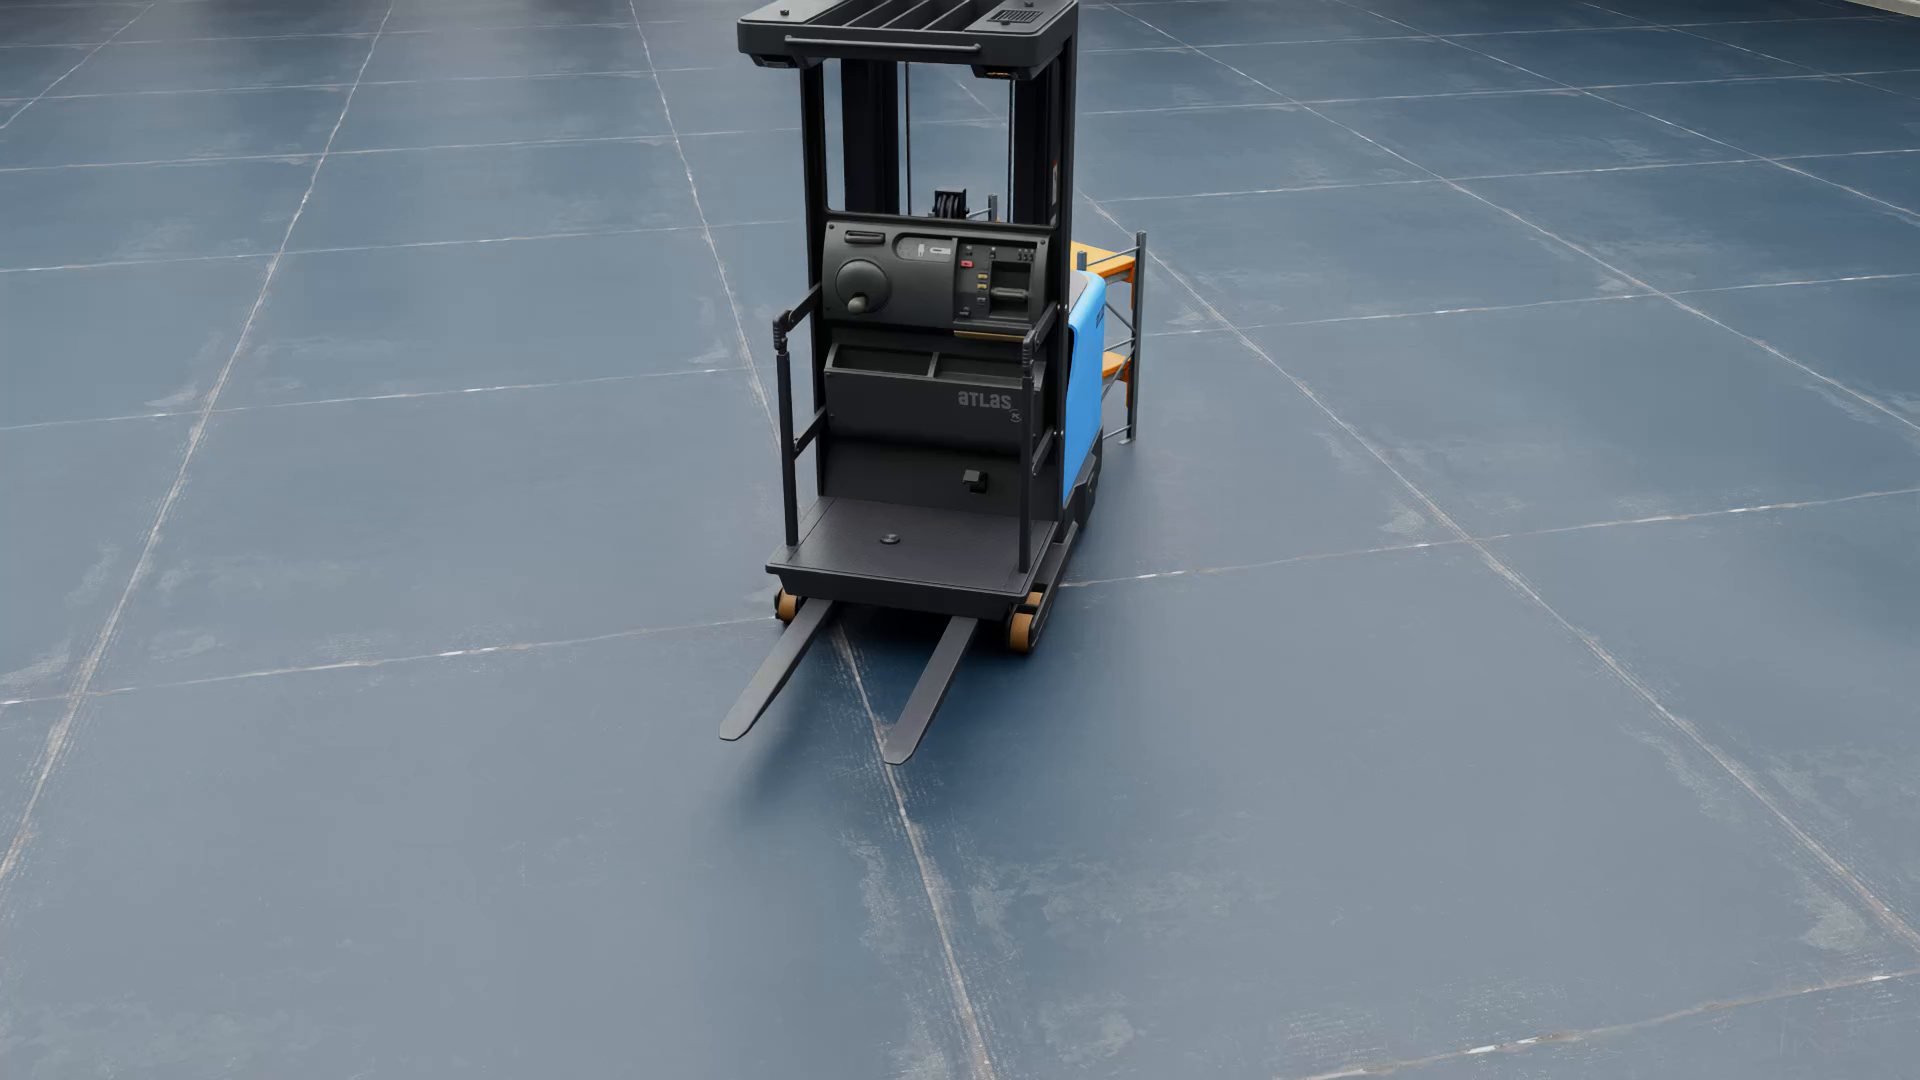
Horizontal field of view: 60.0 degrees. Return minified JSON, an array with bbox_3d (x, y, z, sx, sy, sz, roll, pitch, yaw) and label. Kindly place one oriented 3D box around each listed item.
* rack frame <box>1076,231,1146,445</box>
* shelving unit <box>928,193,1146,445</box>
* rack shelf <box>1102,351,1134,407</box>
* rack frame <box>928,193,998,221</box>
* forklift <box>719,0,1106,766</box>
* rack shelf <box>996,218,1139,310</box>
[{"bbox_3d":[0.747,-0.961,8.406,0.032,1.125,0.500,24,35,38],"label":"rack frame"},{"bbox_3d":[0.382,-1.121,8.722,1.048,1.125,0.538,24,35,38],"label":"shelving unit"},{"bbox_3d":[0.382,-0.902,8.832,1.000,0.278,0.538,24,35,38],"label":"rack shelf"},{"bbox_3d":[0.017,-1.280,9.038,0.032,1.125,0.500,24,35,38],"label":"rack frame"},{"bbox_3d":[-0.155,-1.035,6.547,1.130,2.935,3.031,7,28,13],"label":"forklift"},{"bbox_3d":[0.382,-1.382,8.590,1.000,0.278,0.538,24,35,38],"label":"rack shelf"}]
